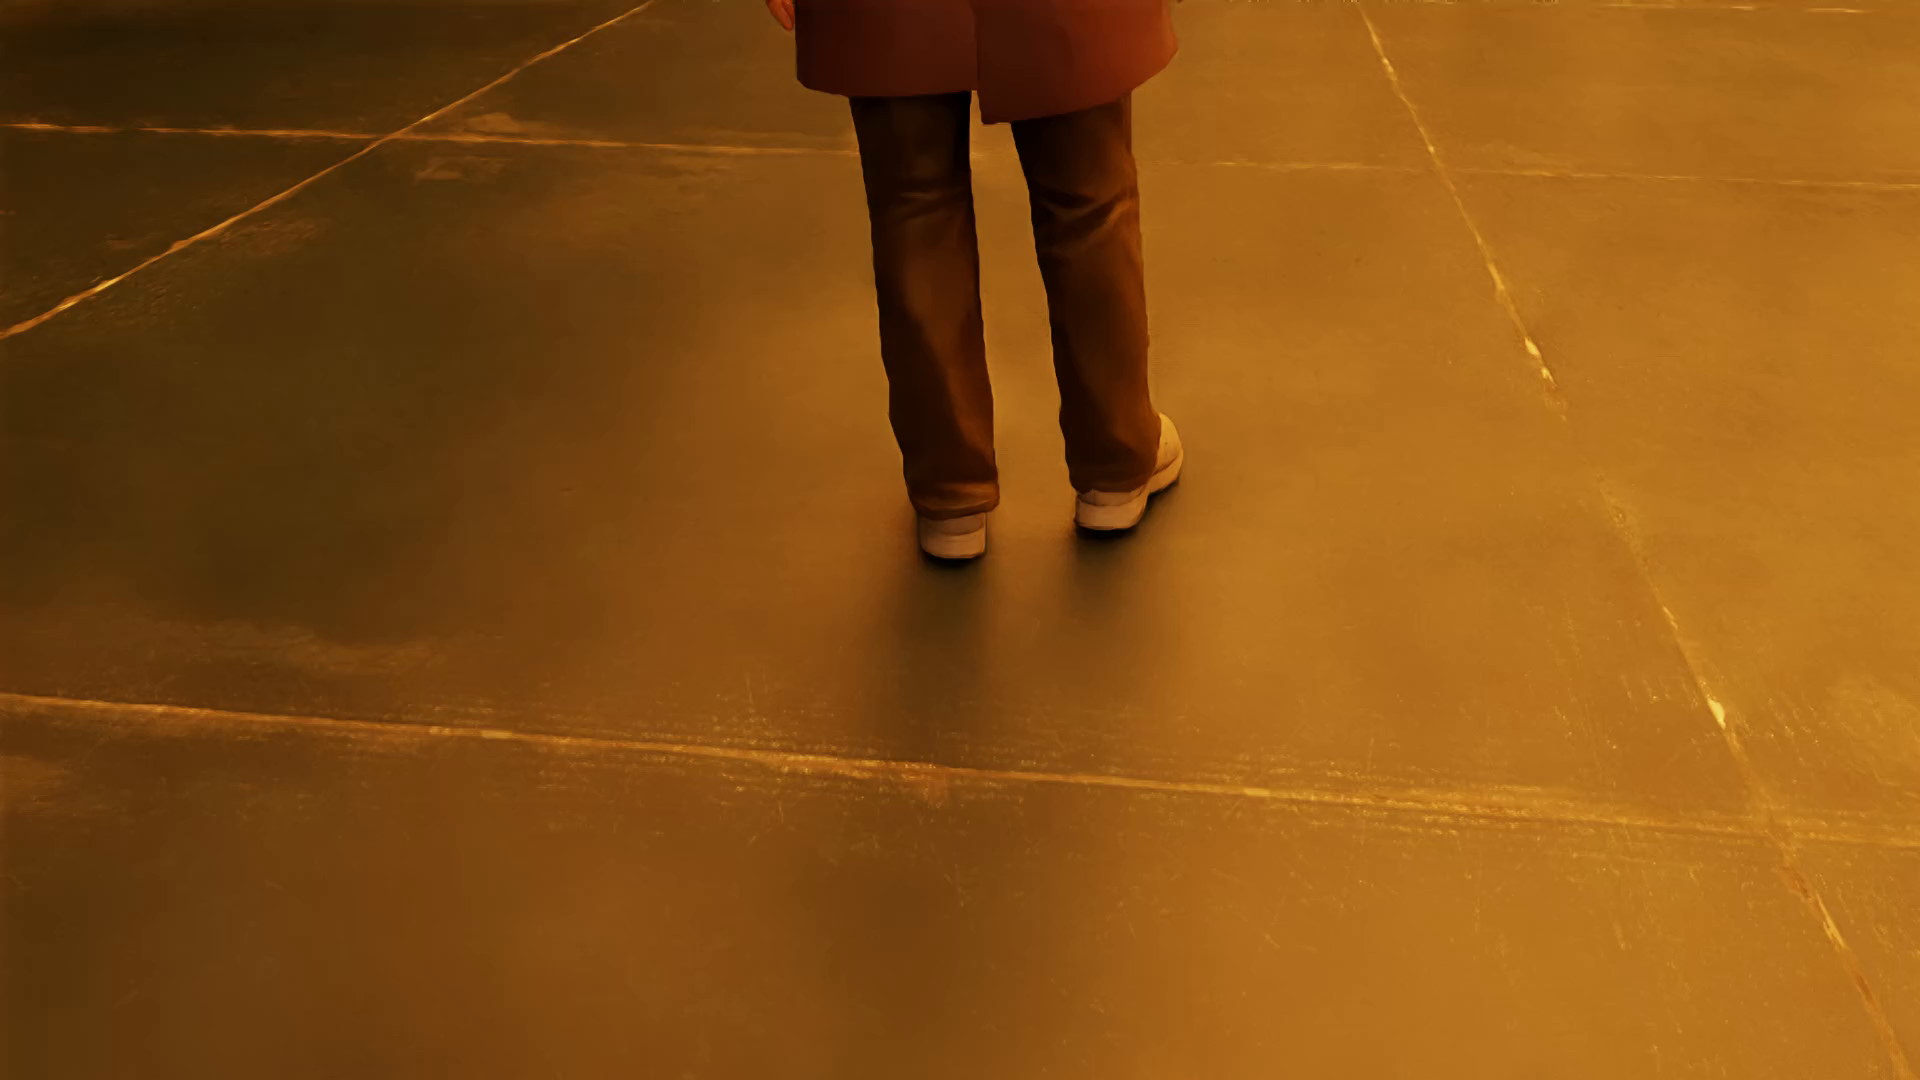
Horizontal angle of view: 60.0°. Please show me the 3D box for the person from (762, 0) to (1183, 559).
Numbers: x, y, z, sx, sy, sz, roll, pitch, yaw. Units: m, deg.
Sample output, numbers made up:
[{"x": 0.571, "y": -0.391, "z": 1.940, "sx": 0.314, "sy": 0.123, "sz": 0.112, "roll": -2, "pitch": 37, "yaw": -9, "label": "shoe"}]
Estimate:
[{"x": 0.017, "y": -0.842, "z": 2.181, "sx": 0.694, "sy": 1.776, "sz": 0.580, "roll": 3, "pitch": 27, "yaw": 7, "label": "person"}]
